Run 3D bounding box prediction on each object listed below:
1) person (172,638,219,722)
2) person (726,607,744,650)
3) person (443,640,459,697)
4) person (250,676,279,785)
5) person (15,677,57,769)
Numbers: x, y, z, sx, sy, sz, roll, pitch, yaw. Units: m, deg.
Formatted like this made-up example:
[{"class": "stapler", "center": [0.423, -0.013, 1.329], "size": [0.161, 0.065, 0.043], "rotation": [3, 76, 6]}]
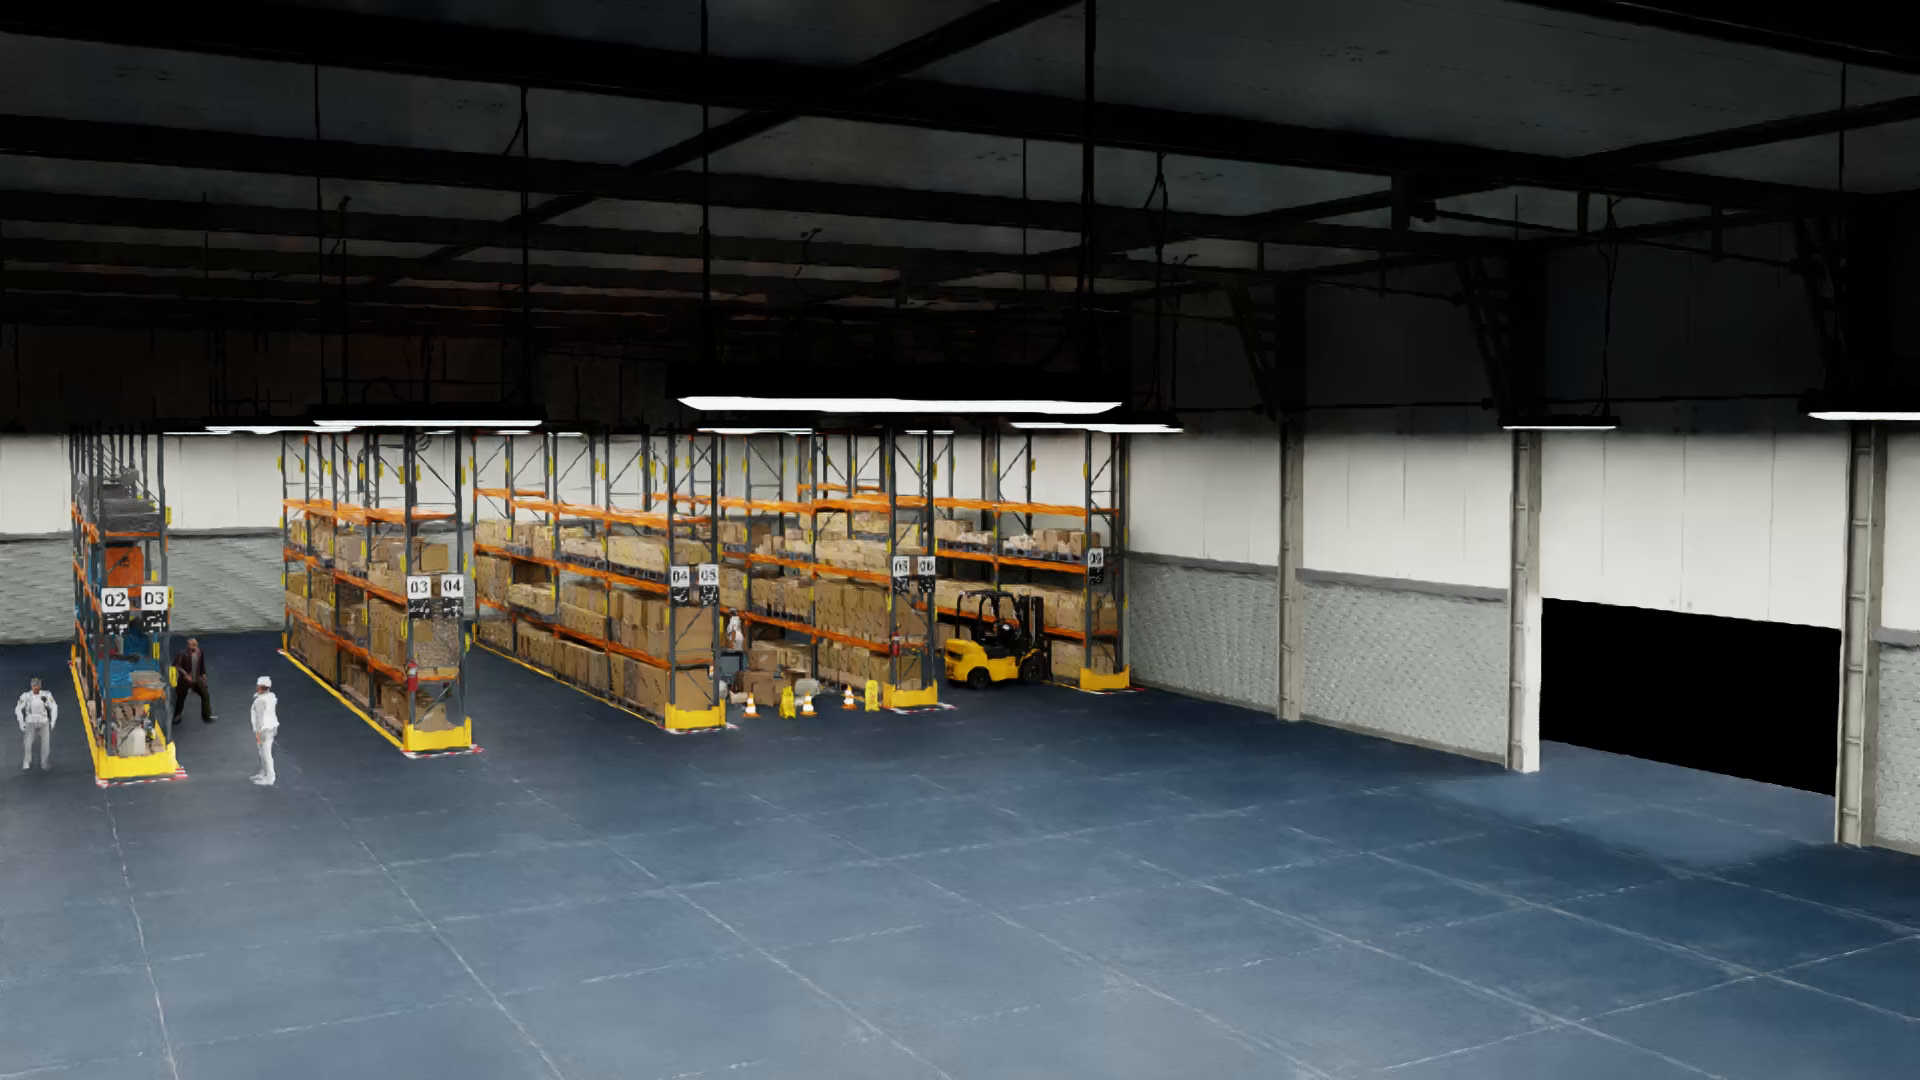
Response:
[{"class": "person", "center": [-15.413, 2.797, 33.322], "size": [0.895, 1.715, 0.735], "rotation": [3, 5, 44]}, {"class": "person", "center": [-5.408, 2.427, 39.740], "size": [0.560, 1.658, 0.605], "rotation": [0, 4, -3]}, {"class": "person", "center": [-11.290, 2.580, 36.794], "size": [0.550, 1.709, 1.128], "rotation": [-2, 4, -32]}, {"class": "person", "center": [-11.530, 3.126, 27.462], "size": [0.494, 1.775, 0.578], "rotation": [0, 4, 1]}, {"class": "person", "center": [-15.906, 3.143, 28.651], "size": [0.639, 1.631, 0.508], "rotation": [-2, 4, -31]}]
